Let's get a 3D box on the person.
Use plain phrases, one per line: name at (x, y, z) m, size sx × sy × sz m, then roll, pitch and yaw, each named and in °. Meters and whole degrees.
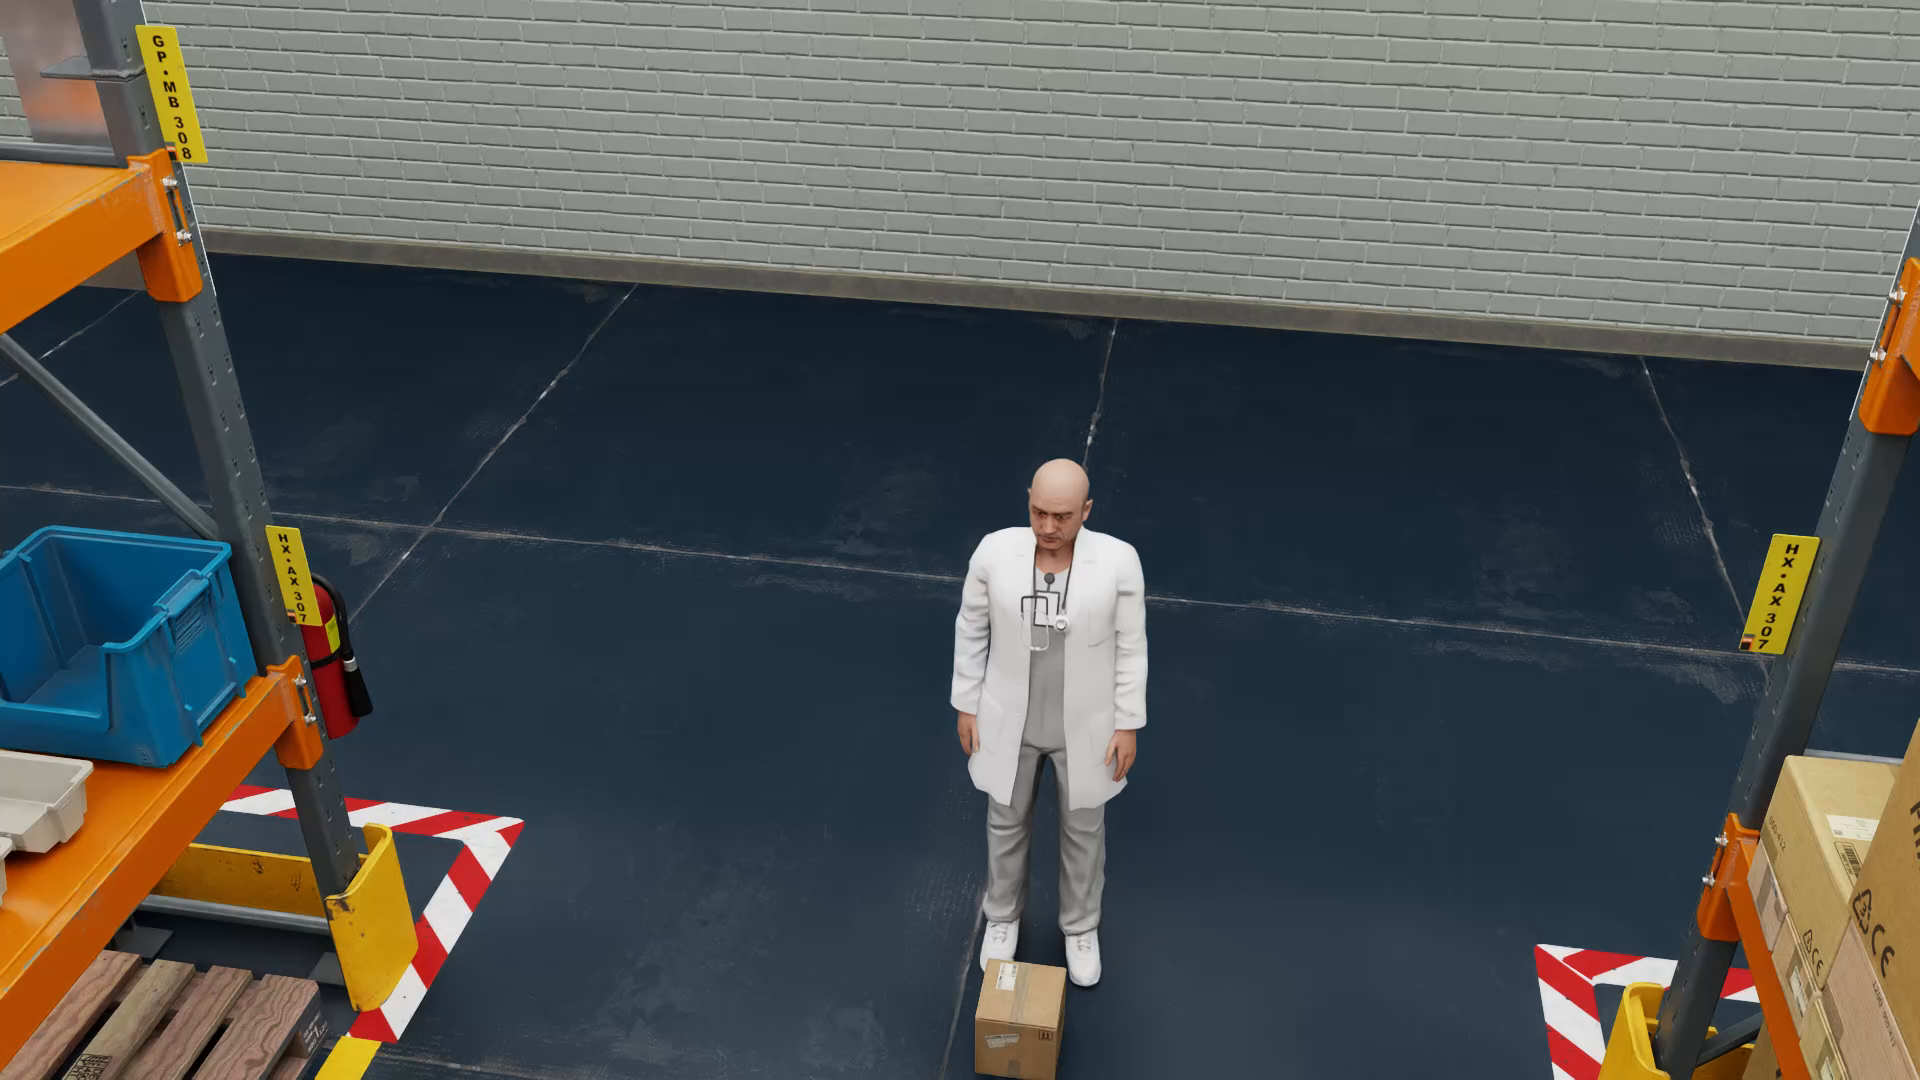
person at (0.263, 0.596, 5.169) m, size 0.619 × 1.791 × 0.463 m, roll 5°, pitch 32°, yaw 8°
